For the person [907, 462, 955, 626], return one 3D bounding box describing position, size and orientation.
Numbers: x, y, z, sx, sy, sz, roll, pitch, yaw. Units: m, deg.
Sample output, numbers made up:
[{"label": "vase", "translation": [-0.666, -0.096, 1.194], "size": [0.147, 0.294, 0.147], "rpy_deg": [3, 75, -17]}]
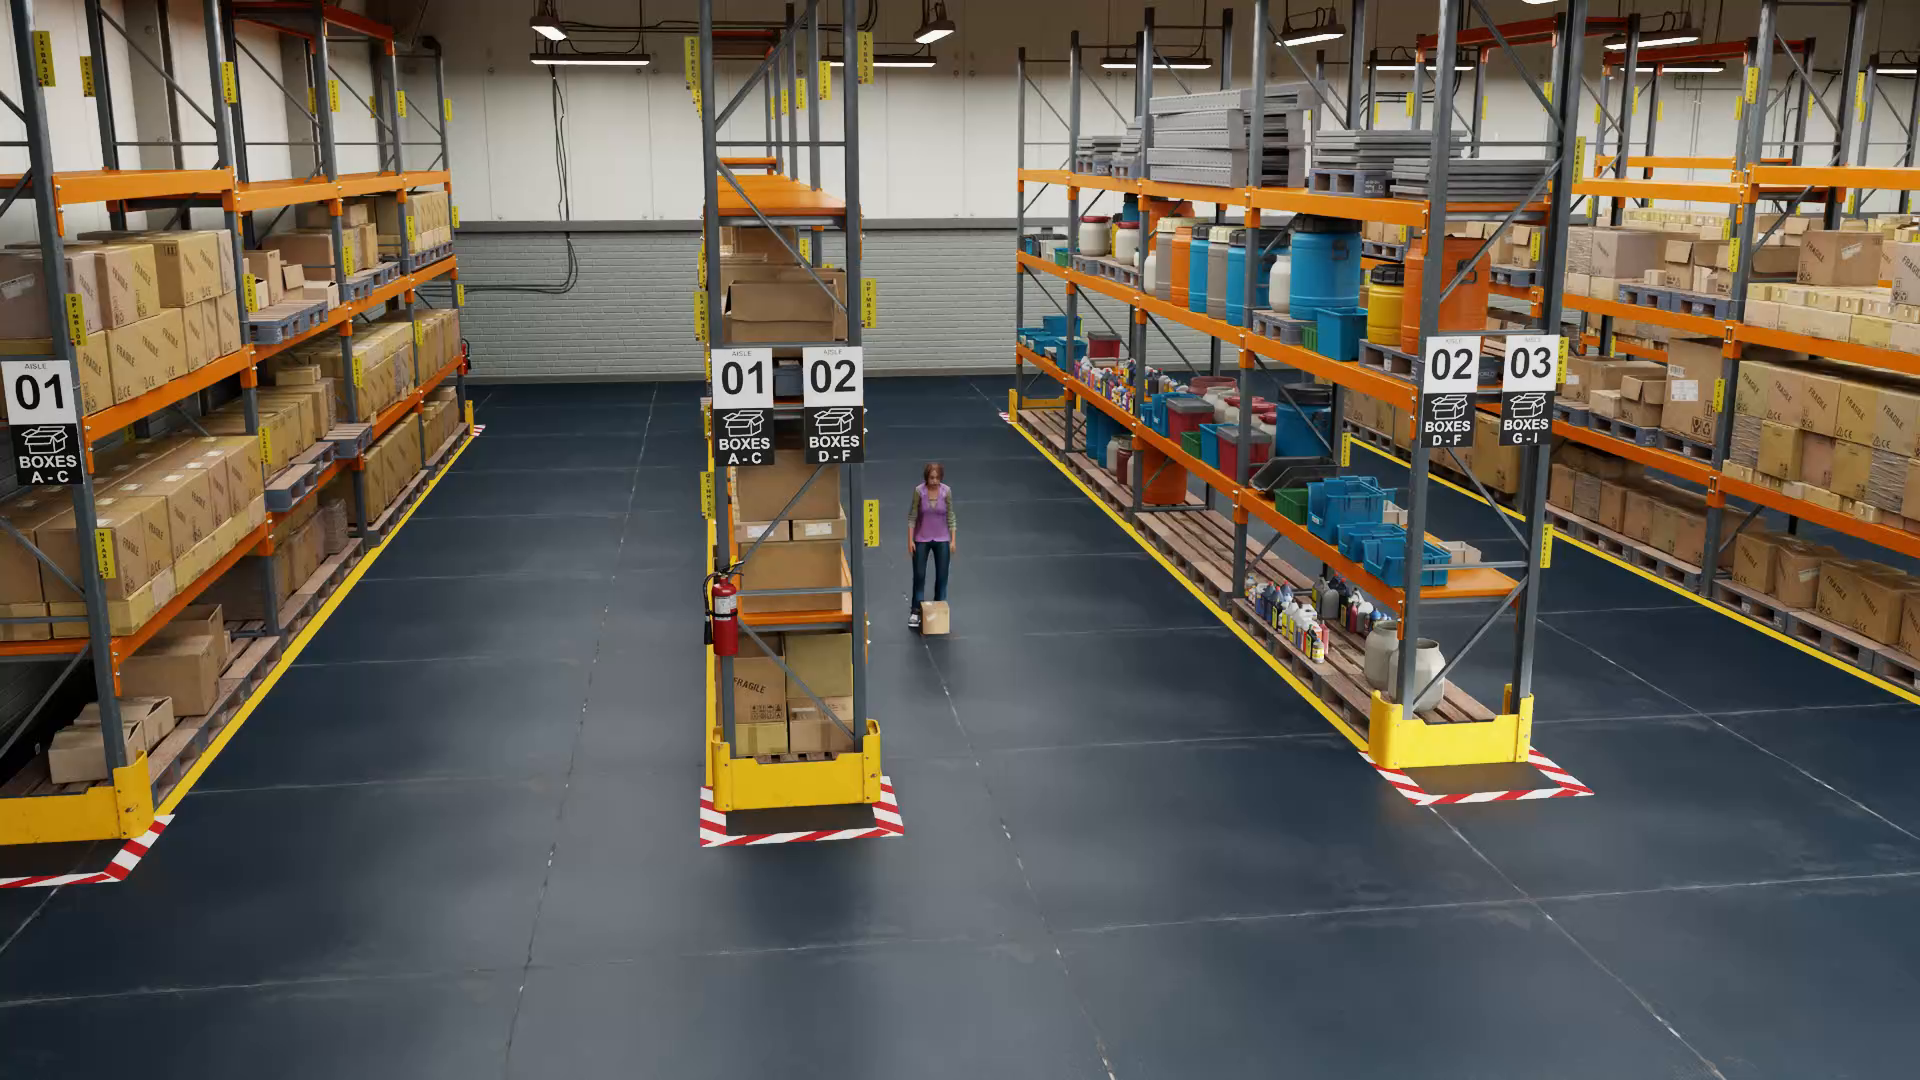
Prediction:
[{"label": "person", "translation": [-0.276, 0.030, 15.891], "size": [0.459, 1.591, 0.347], "rpy_deg": [-1, 13, -5]}]
